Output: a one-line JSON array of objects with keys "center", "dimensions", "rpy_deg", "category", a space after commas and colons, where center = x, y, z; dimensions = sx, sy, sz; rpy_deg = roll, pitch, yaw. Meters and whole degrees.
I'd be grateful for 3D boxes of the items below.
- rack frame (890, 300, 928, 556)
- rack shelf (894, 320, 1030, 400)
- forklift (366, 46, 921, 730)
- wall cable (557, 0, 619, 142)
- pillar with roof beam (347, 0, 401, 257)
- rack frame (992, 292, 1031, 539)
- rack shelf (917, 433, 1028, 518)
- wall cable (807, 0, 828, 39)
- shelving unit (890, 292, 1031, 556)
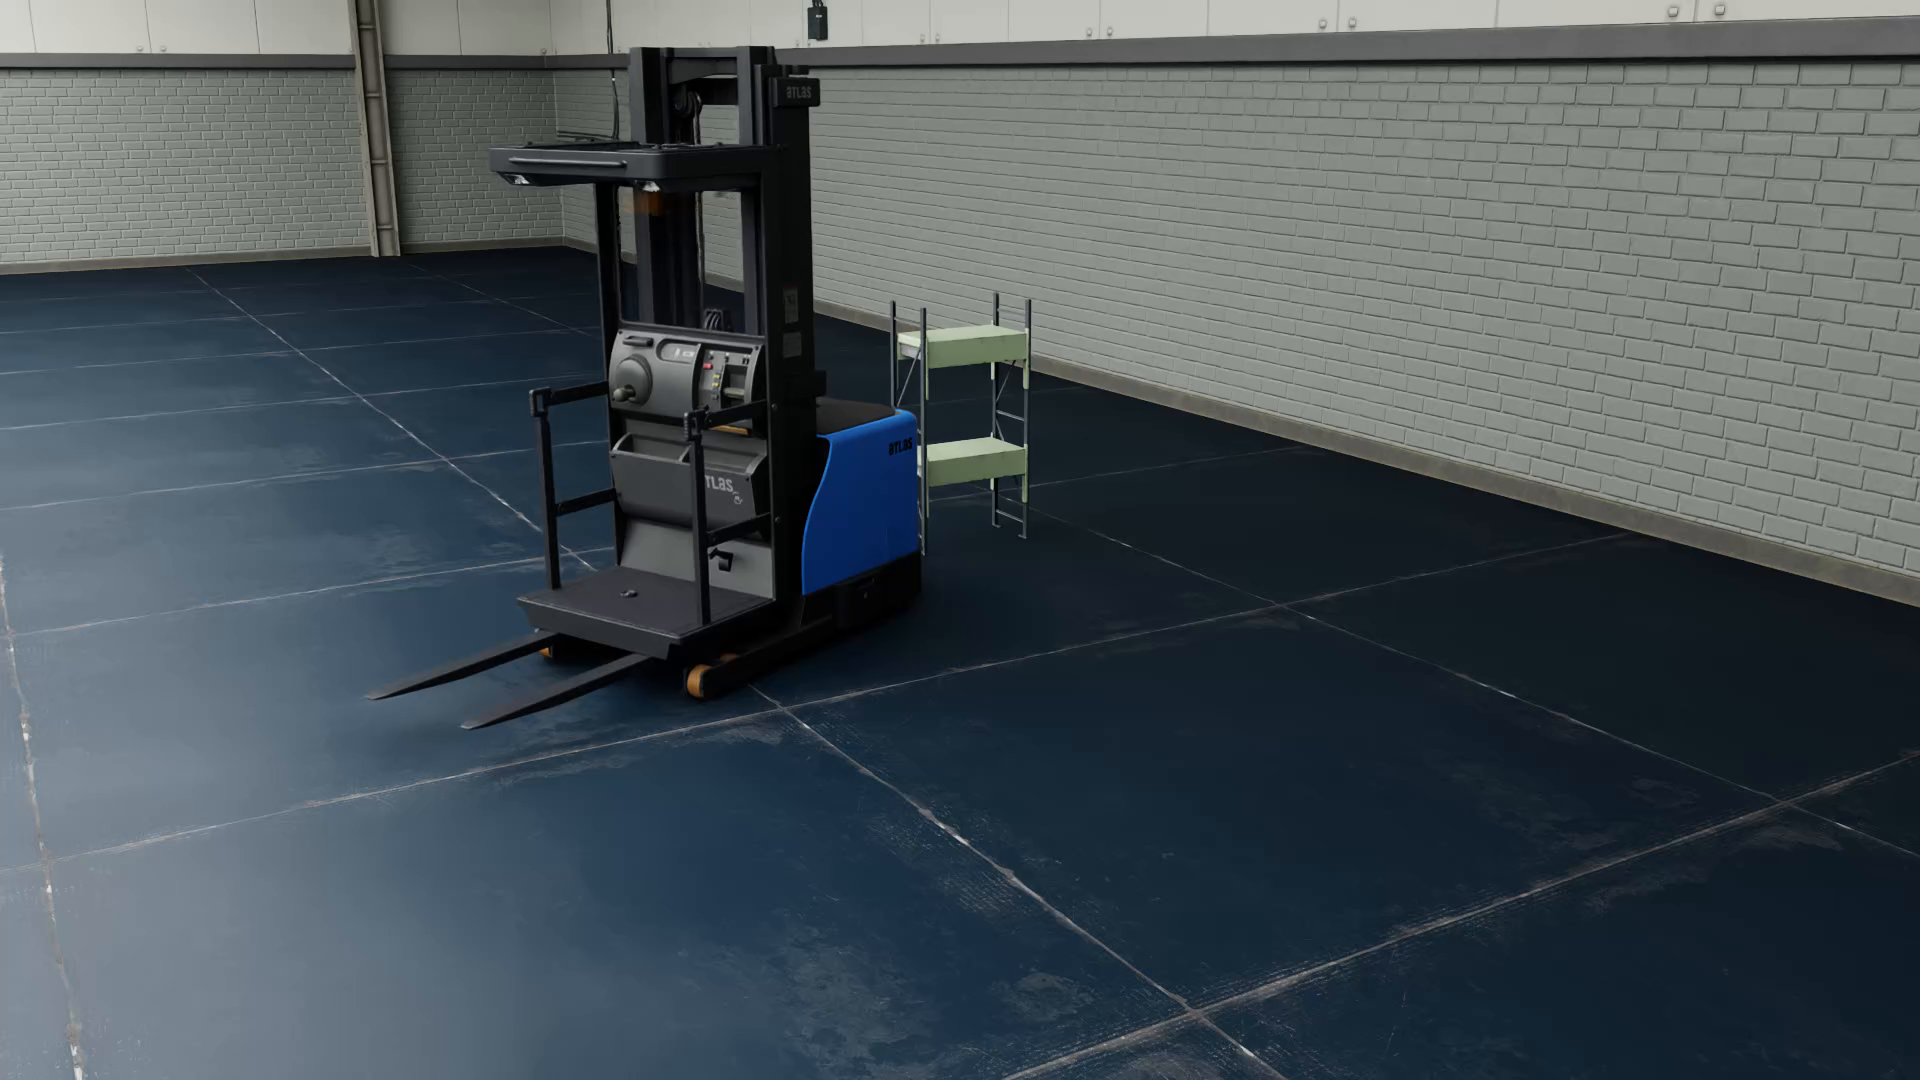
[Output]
[{"center": [-0.308, -0.672, 10.029], "dimensions": [0.023, 1.500, 0.400], "rpy_deg": [-9, 18, -30], "category": "rack frame"}, {"center": [0.006, -1.099, 10.105], "dimensions": [0.720, 0.370, 0.431], "rpy_deg": [-9, 18, -30], "category": "rack shelf"}, {"center": [-1.450, -0.811, 7.872], "dimensions": [1.130, 2.935, 3.031], "rpy_deg": [10, 19, 32], "category": "forklift"}, {"center": [-6.018, -7.515, 26.301], "dimensions": [0.112, 2.526, 3.097], "rpy_deg": [-9, 18, -30], "category": "wall cable"}, {"center": [-7.007, -7.911, 21.959], "dimensions": [0.400, 9.000, 9.100], "rpy_deg": [-9, 18, -30], "category": "pillar with roof beam"}, {"center": [0.319, -0.774, 10.392], "dimensions": [0.023, 1.500, 0.400], "rpy_deg": [-9, 18, -30], "category": "rack frame"}, {"center": [0.006, -0.409, 10.299], "dimensions": [0.720, 0.370, 0.431], "rpy_deg": [-9, 18, -30], "category": "rack shelf"}, {"center": [-1.142, -8.449, 17.579], "dimensions": [0.169, 6.003, 2.305], "rpy_deg": [-9, 18, -30], "category": "wall cable"}, {"center": [0.006, -0.723, 10.211], "dimensions": [0.755, 1.500, 0.431], "rpy_deg": [-9, 18, -30], "category": "shelving unit"}]
